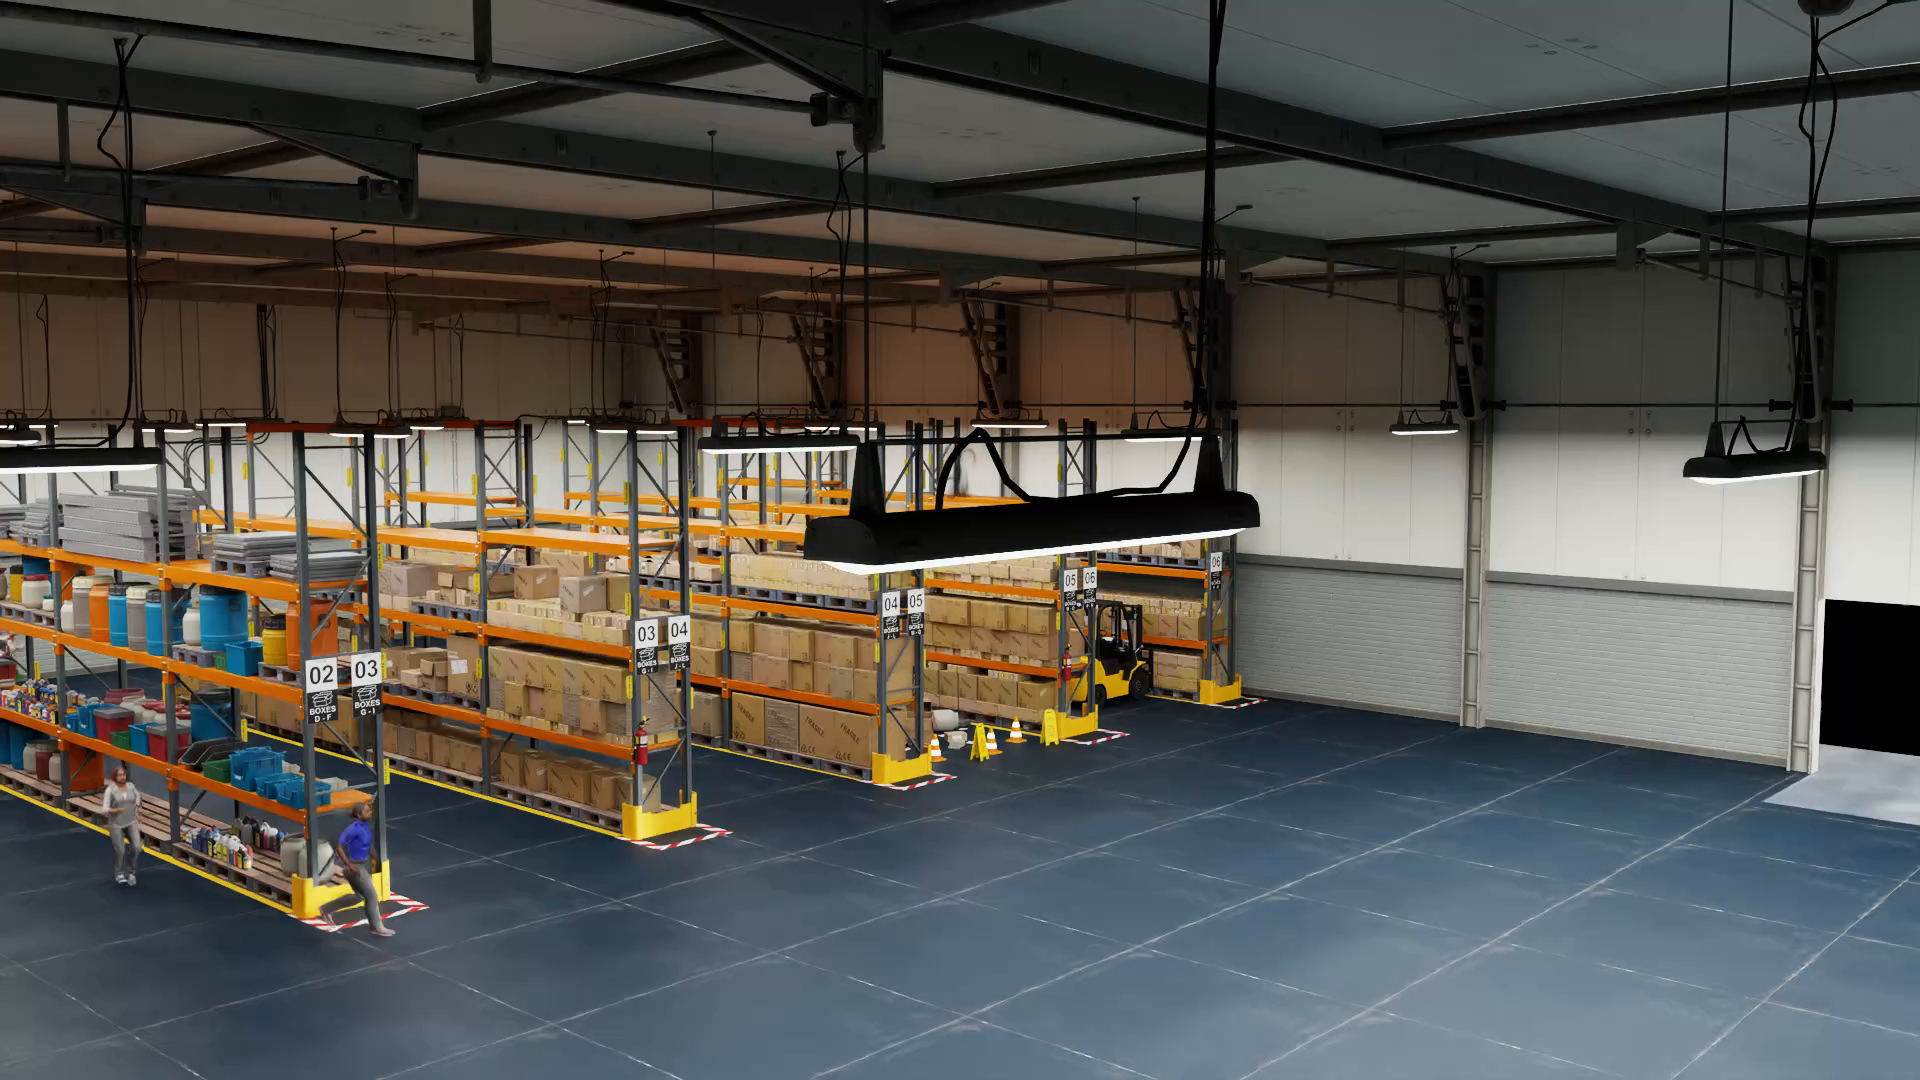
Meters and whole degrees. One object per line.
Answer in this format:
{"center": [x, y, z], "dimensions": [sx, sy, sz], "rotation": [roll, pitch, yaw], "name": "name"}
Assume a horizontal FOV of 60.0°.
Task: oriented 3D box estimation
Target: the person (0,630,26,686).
{"center": [-19.990, 2.627, 34.674], "dimensions": [0.956, 1.767, 0.648], "rotation": [-2, 5, -22], "name": "person"}

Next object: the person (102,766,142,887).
{"center": [-10.933, 3.765, 21.768], "dimensions": [0.515, 1.585, 0.620], "rotation": [-4, 6, -42], "name": "person"}

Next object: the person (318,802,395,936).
{"center": [-7.189, 3.915, 19.716], "dimensions": [0.879, 1.645, 0.599], "rotation": [0, 5, -6], "name": "person"}
